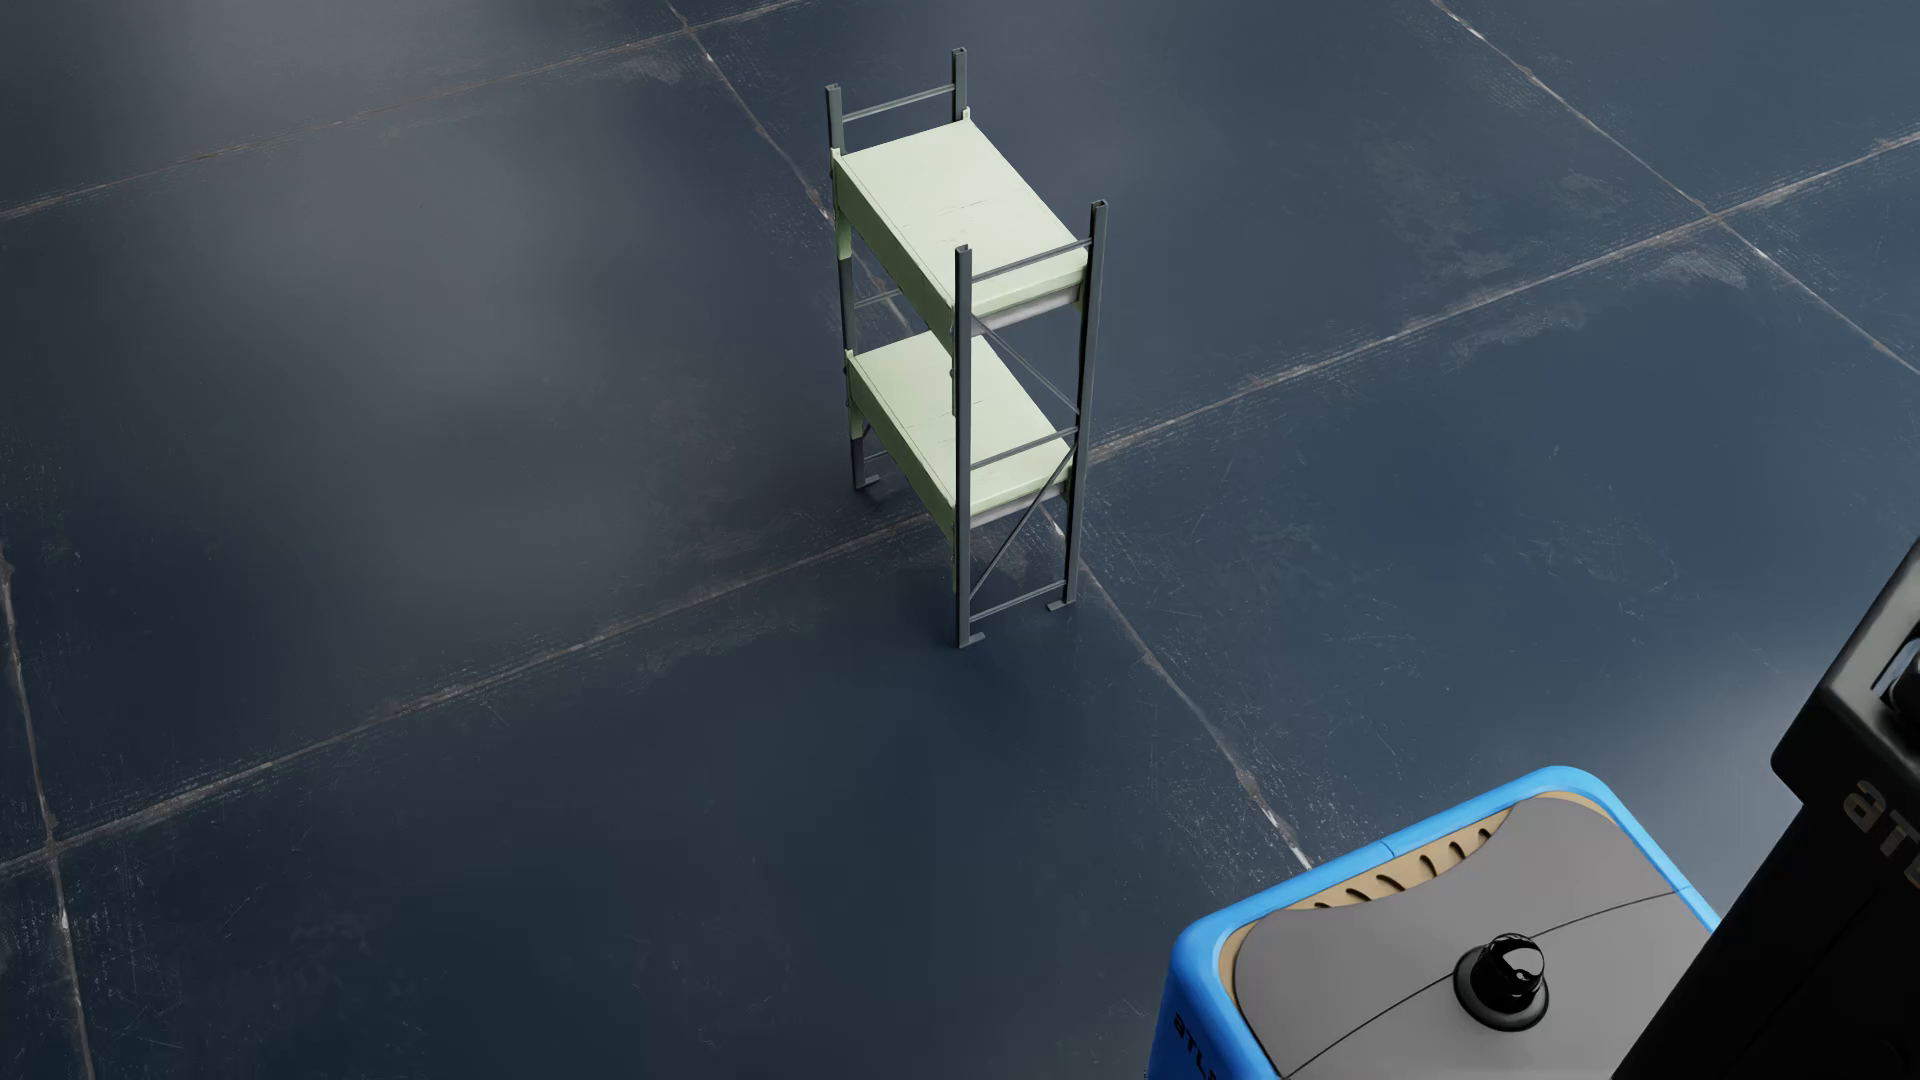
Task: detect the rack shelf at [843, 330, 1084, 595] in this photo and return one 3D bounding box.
[{"bbox_3d":[0.003,-0.275,4.927,0.431,0.370,0.720,-21,52,-18],"label":"rack shelf"}]

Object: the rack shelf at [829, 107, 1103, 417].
[{"bbox_3d":[0.003,-0.746,4.388,0.431,0.370,0.720,-21,52,-18],"label":"rack shelf"}]

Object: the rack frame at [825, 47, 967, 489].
[{"bbox_3d":[-0.164,-0.734,4.896,0.400,1.500,0.023,-21,52,-18],"label":"rack frame"}]

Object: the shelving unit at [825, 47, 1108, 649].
[{"bbox_3d":[0.003,-0.489,4.682,0.431,1.500,0.755,-21,52,-18],"label":"shelving unit"}]

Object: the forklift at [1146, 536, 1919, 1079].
[{"bbox_3d":[1.467,1.348,2.124,1.130,2.935,3.031,-19,52,-16],"label":"forklift"}]

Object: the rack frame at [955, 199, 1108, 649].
[{"bbox_3d":[0.171,-0.244,4.467,0.400,1.500,0.023,-21,52,-18],"label":"rack frame"}]
